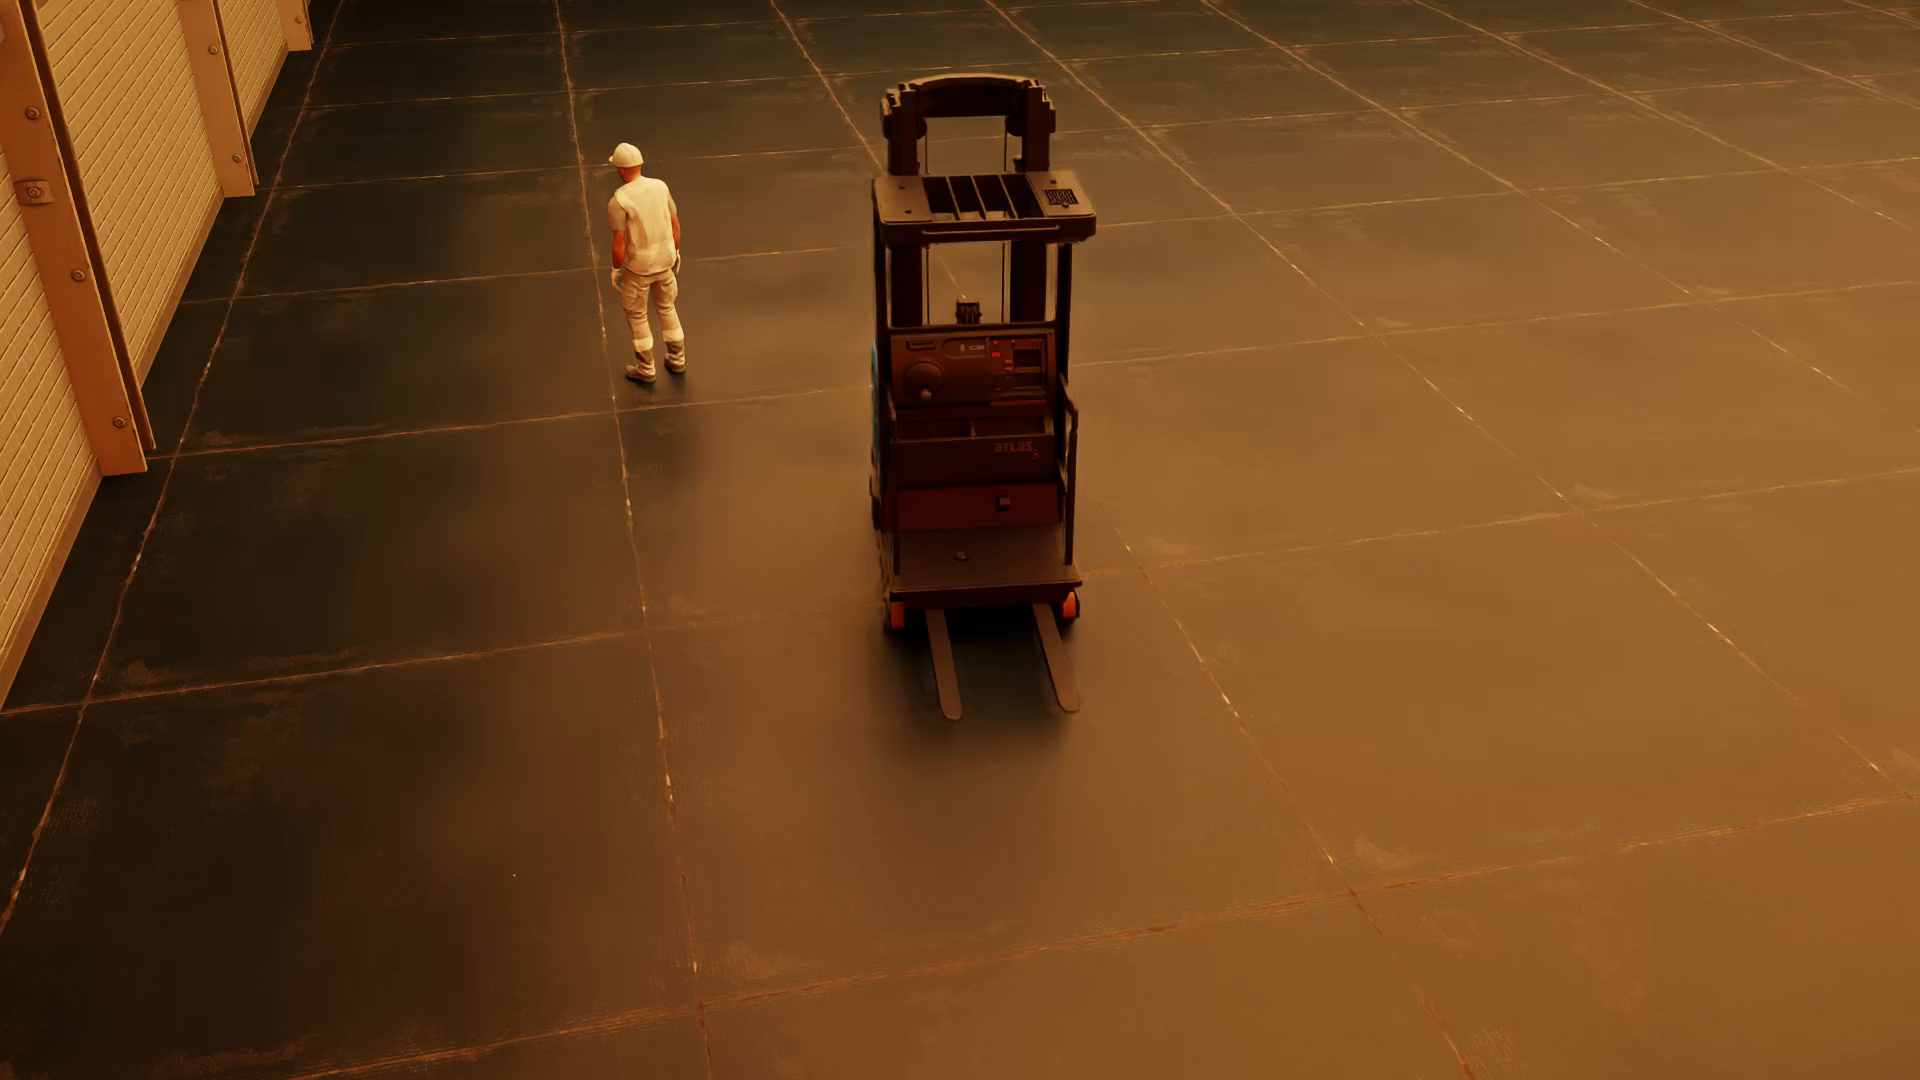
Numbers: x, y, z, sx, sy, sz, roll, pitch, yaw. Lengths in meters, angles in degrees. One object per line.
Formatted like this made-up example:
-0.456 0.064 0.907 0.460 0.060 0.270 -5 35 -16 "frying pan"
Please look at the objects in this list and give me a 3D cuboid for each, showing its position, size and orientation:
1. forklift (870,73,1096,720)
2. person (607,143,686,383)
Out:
0.101 -0.933 9.186 1.130 2.935 3.031 -3 30 -5 "forklift"
-2.318 -2.034 12.243 0.607 1.777 0.453 -25 38 -36 "person"
